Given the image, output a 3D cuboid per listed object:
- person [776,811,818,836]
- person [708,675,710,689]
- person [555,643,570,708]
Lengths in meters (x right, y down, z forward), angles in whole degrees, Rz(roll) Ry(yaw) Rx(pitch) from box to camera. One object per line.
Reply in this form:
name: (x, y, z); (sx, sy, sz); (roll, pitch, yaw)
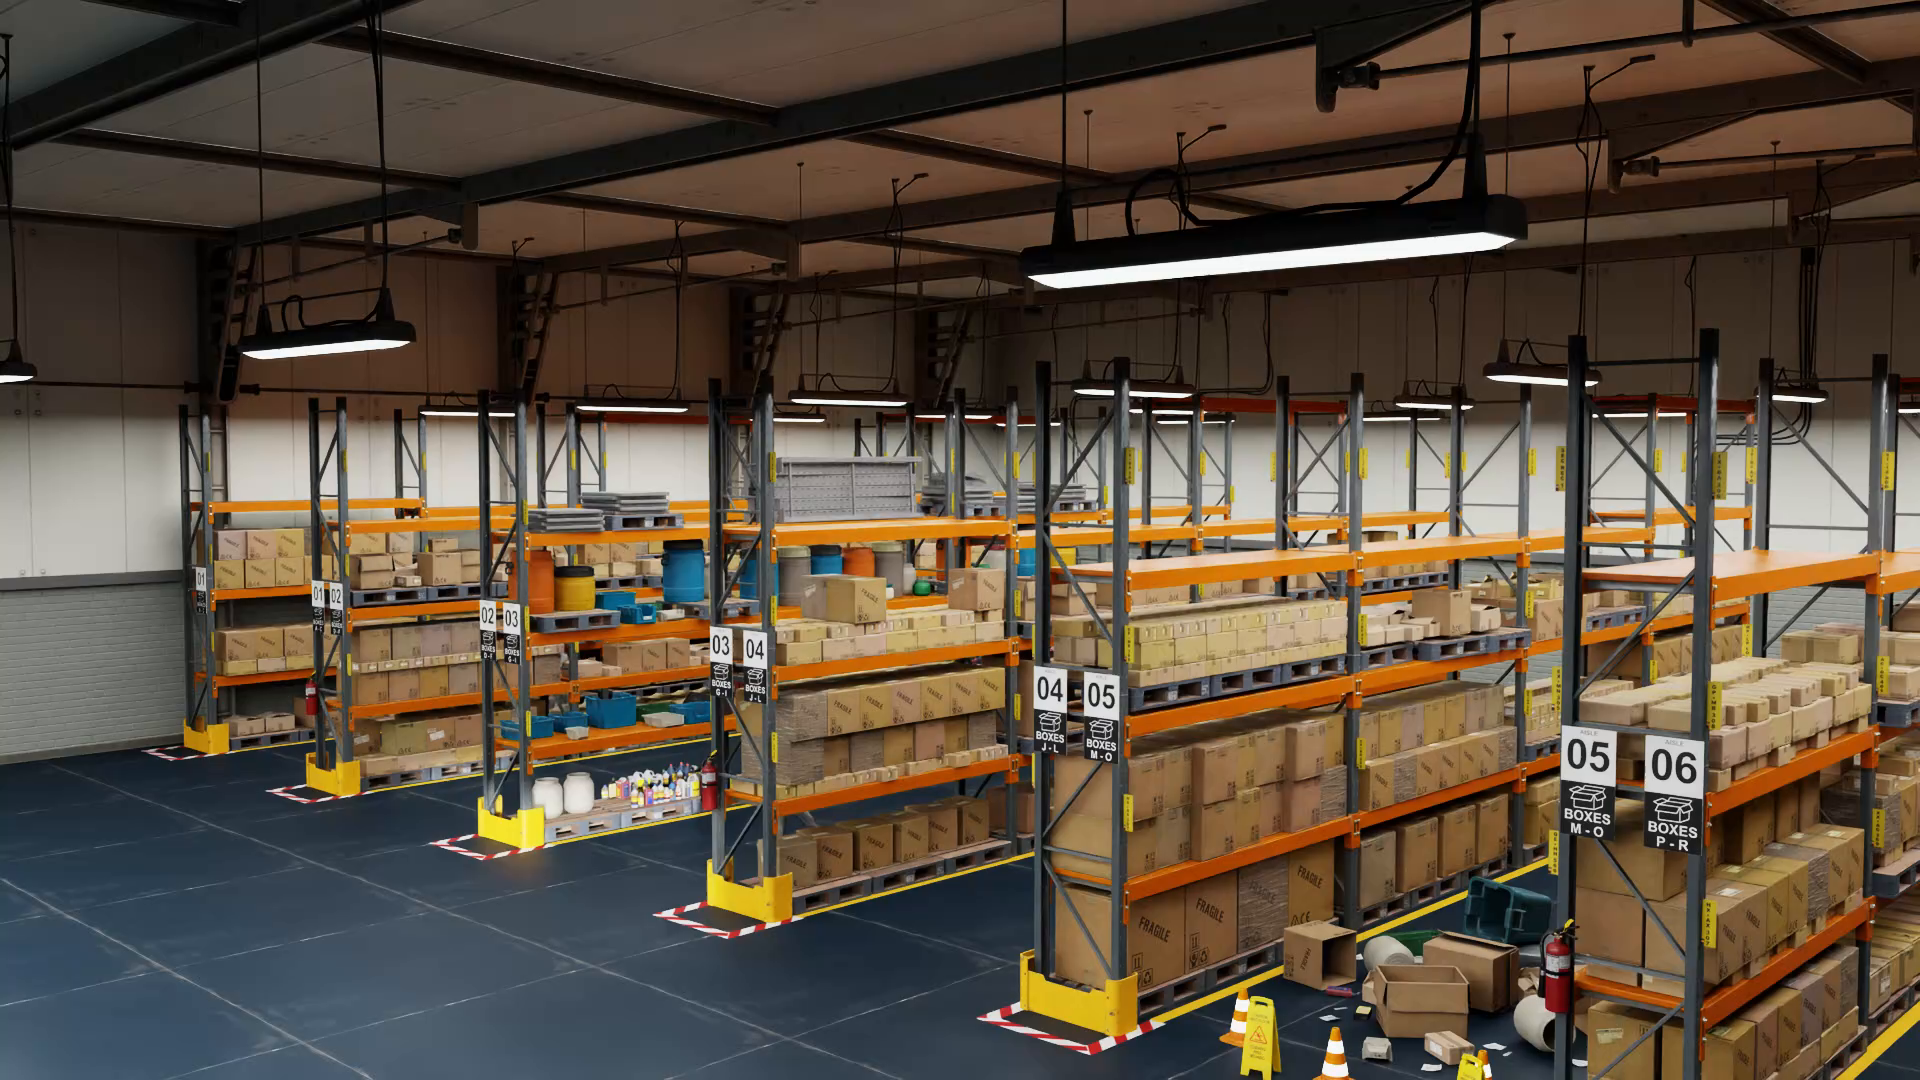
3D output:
person: (-2.210, 3.233, 21.707); (0.817, 1.561, 0.426); (0, 3, -6)
person: (-5.078, 2.510, 34.859); (0.505, 1.693, 0.655); (1, 3, 22)
person: (-7.399, 2.652, 30.743); (0.500, 1.775, 0.593); (-2, 4, -36)
